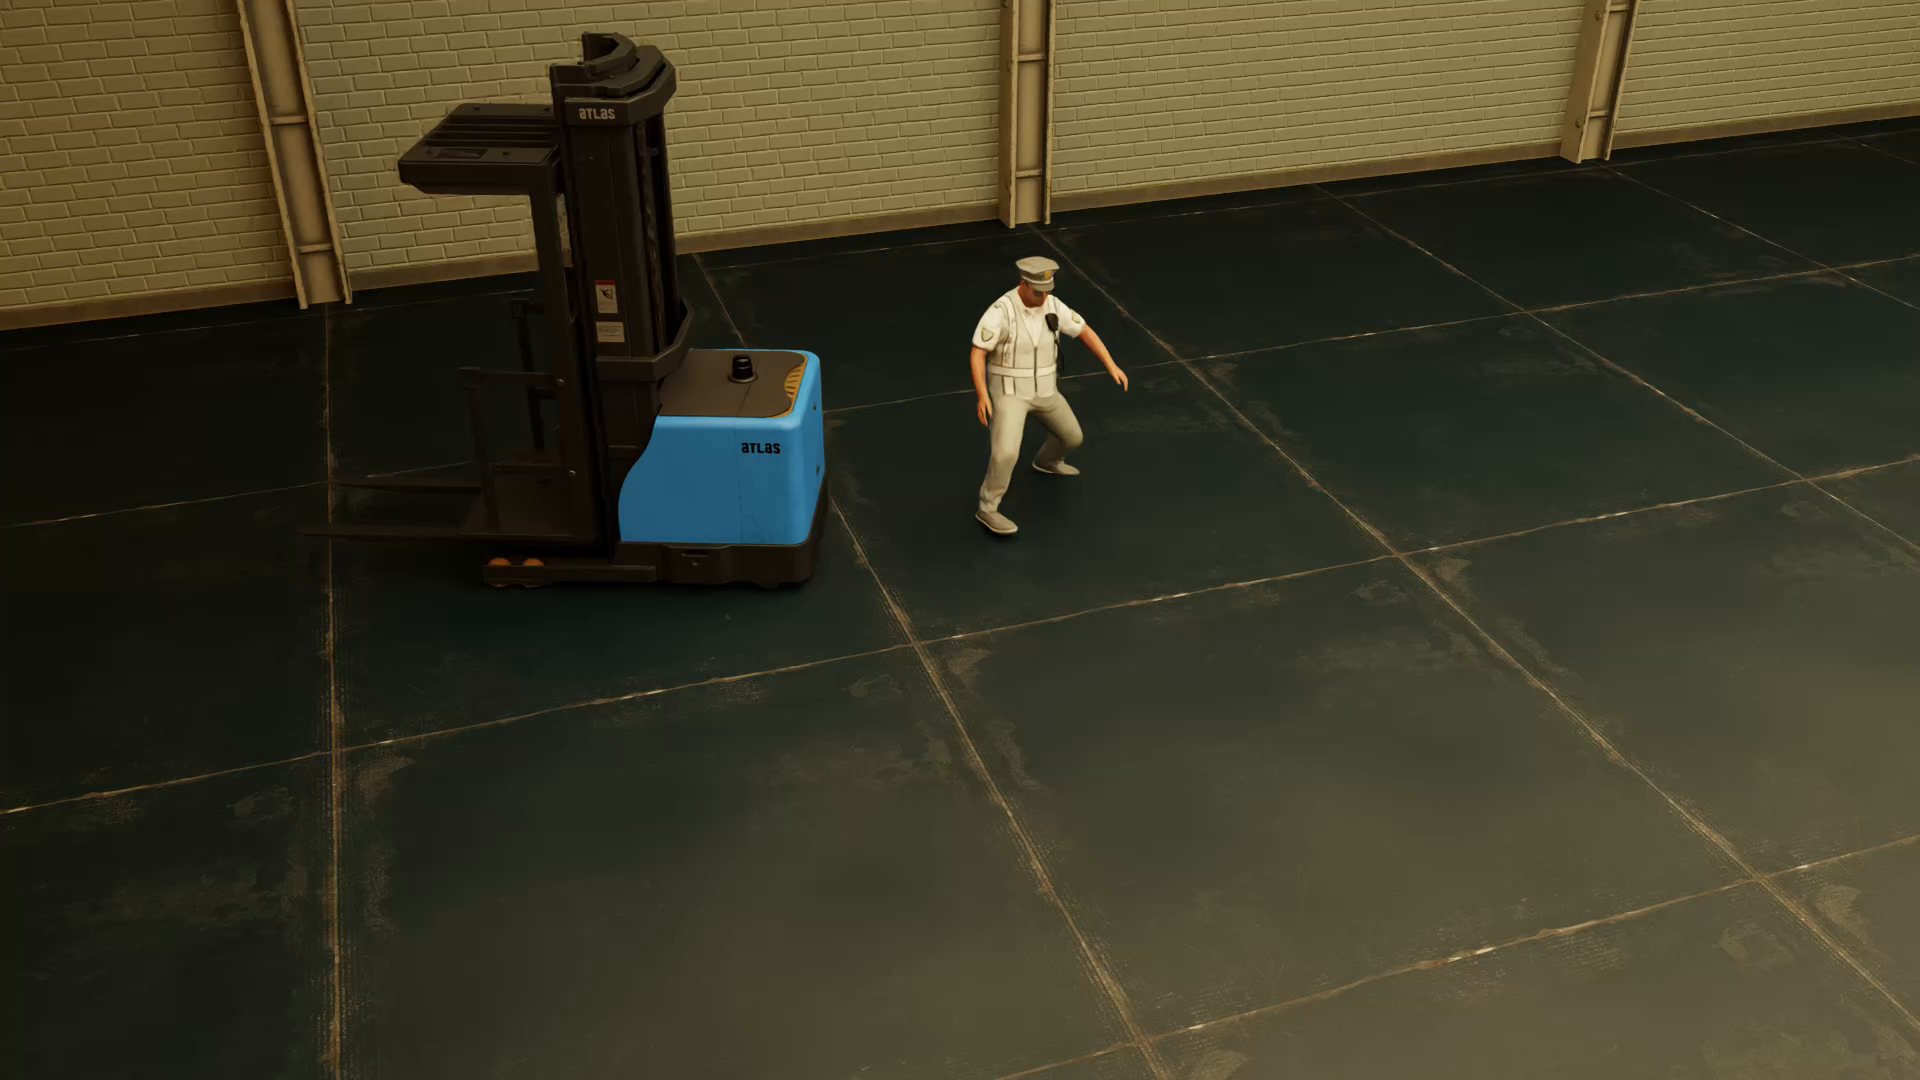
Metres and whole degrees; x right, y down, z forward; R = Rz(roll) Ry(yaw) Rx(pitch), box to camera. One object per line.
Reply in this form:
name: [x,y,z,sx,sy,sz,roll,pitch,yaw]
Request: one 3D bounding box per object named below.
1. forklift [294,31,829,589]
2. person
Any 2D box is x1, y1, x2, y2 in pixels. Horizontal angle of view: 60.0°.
forklift: [-2.344,-1.256,9.270,3.031,2.935,1.130,1,30,2]
person: [0.481,-0.919,10.076,0.978,1.621,0.821,-13,33,-22]
